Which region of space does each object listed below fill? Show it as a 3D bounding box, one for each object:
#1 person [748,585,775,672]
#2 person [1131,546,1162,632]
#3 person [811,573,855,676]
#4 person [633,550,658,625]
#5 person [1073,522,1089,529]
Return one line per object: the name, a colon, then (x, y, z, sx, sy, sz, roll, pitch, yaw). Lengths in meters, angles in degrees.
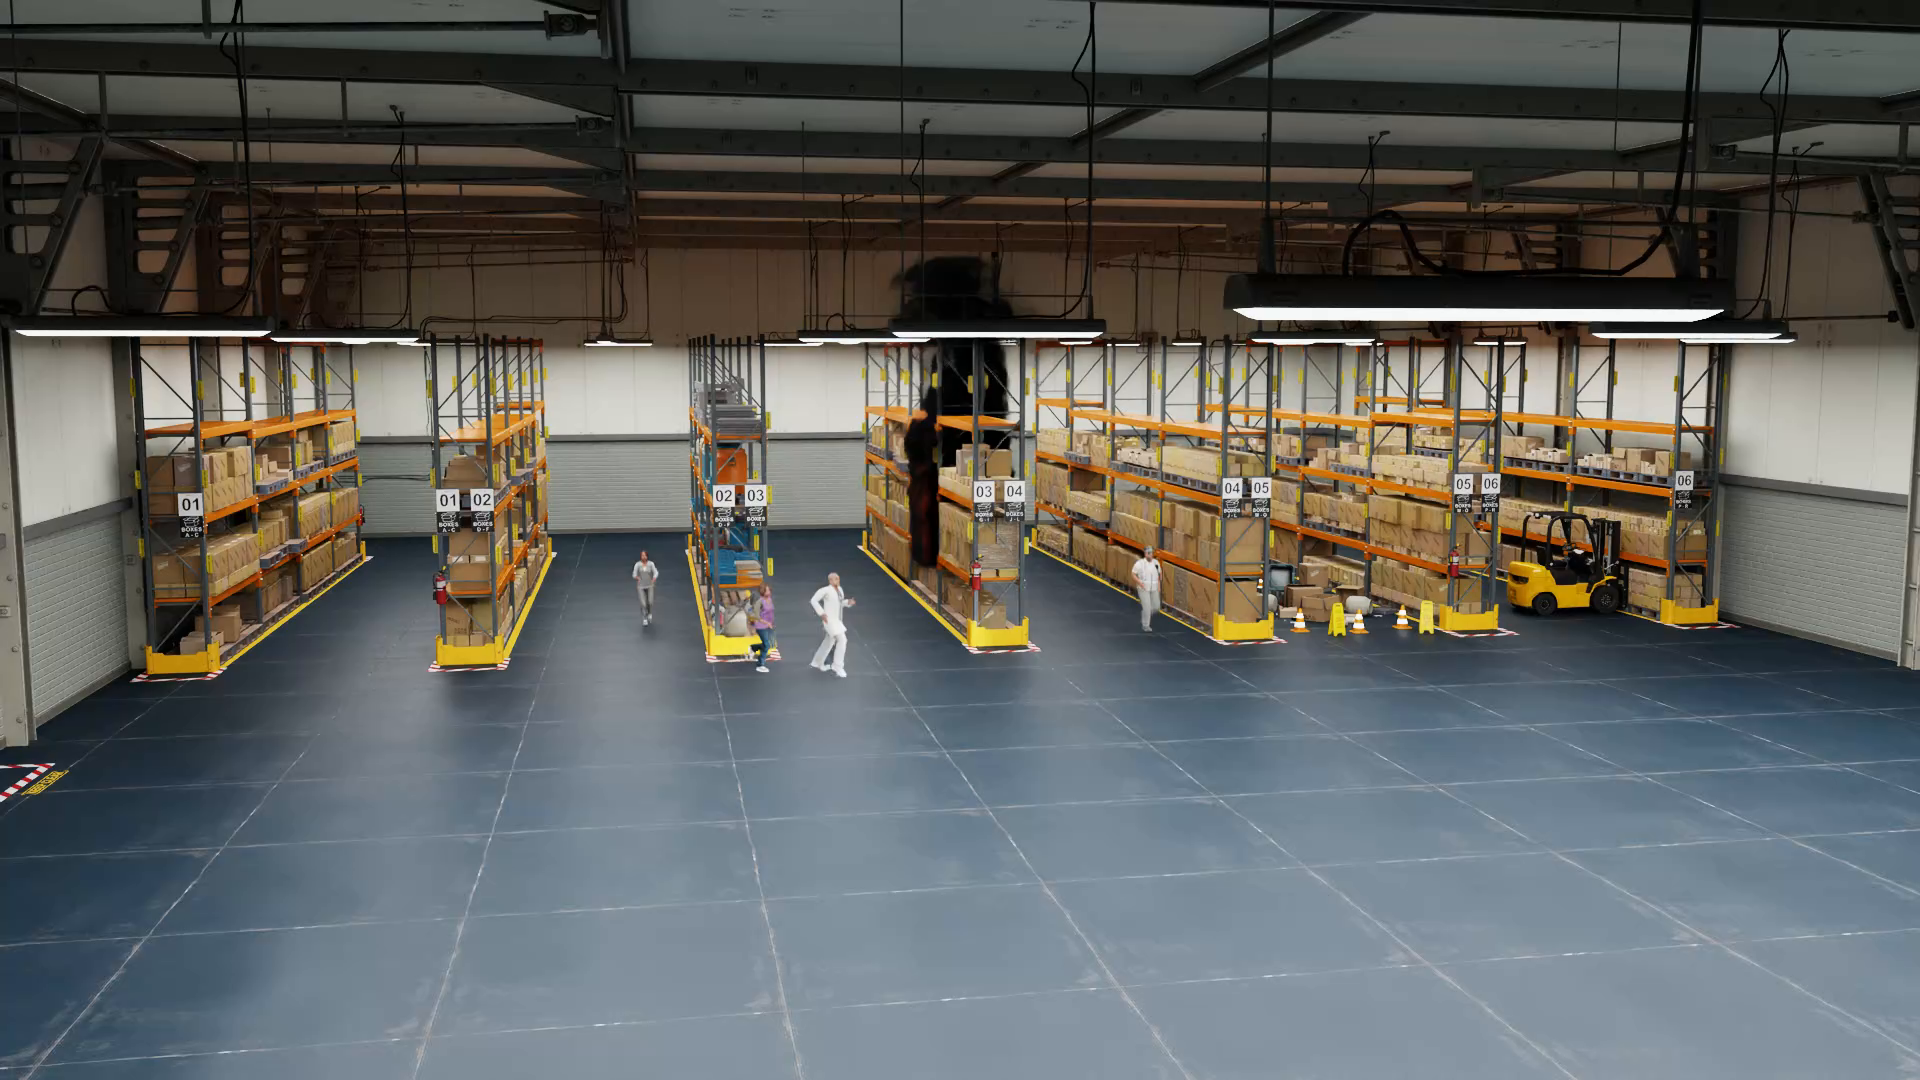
person: (-3.516, 1.573, 29.679, 0.614, 1.556, 0.568, 3, 7, 27)
person: (3.775, 0.968, 33.548, 0.681, 1.733, 0.601, -2, 7, -19)
person: (-2.253, 1.495, 29.408, 0.847, 1.857, 0.665, 2, 7, 20)
person: (-6.512, 0.998, 34.442, 0.524, 1.558, 0.537, -1, 7, -11)
person: (3.610, -0.872, 49.988, 0.782, 1.744, 0.660, -1, 7, -7)
